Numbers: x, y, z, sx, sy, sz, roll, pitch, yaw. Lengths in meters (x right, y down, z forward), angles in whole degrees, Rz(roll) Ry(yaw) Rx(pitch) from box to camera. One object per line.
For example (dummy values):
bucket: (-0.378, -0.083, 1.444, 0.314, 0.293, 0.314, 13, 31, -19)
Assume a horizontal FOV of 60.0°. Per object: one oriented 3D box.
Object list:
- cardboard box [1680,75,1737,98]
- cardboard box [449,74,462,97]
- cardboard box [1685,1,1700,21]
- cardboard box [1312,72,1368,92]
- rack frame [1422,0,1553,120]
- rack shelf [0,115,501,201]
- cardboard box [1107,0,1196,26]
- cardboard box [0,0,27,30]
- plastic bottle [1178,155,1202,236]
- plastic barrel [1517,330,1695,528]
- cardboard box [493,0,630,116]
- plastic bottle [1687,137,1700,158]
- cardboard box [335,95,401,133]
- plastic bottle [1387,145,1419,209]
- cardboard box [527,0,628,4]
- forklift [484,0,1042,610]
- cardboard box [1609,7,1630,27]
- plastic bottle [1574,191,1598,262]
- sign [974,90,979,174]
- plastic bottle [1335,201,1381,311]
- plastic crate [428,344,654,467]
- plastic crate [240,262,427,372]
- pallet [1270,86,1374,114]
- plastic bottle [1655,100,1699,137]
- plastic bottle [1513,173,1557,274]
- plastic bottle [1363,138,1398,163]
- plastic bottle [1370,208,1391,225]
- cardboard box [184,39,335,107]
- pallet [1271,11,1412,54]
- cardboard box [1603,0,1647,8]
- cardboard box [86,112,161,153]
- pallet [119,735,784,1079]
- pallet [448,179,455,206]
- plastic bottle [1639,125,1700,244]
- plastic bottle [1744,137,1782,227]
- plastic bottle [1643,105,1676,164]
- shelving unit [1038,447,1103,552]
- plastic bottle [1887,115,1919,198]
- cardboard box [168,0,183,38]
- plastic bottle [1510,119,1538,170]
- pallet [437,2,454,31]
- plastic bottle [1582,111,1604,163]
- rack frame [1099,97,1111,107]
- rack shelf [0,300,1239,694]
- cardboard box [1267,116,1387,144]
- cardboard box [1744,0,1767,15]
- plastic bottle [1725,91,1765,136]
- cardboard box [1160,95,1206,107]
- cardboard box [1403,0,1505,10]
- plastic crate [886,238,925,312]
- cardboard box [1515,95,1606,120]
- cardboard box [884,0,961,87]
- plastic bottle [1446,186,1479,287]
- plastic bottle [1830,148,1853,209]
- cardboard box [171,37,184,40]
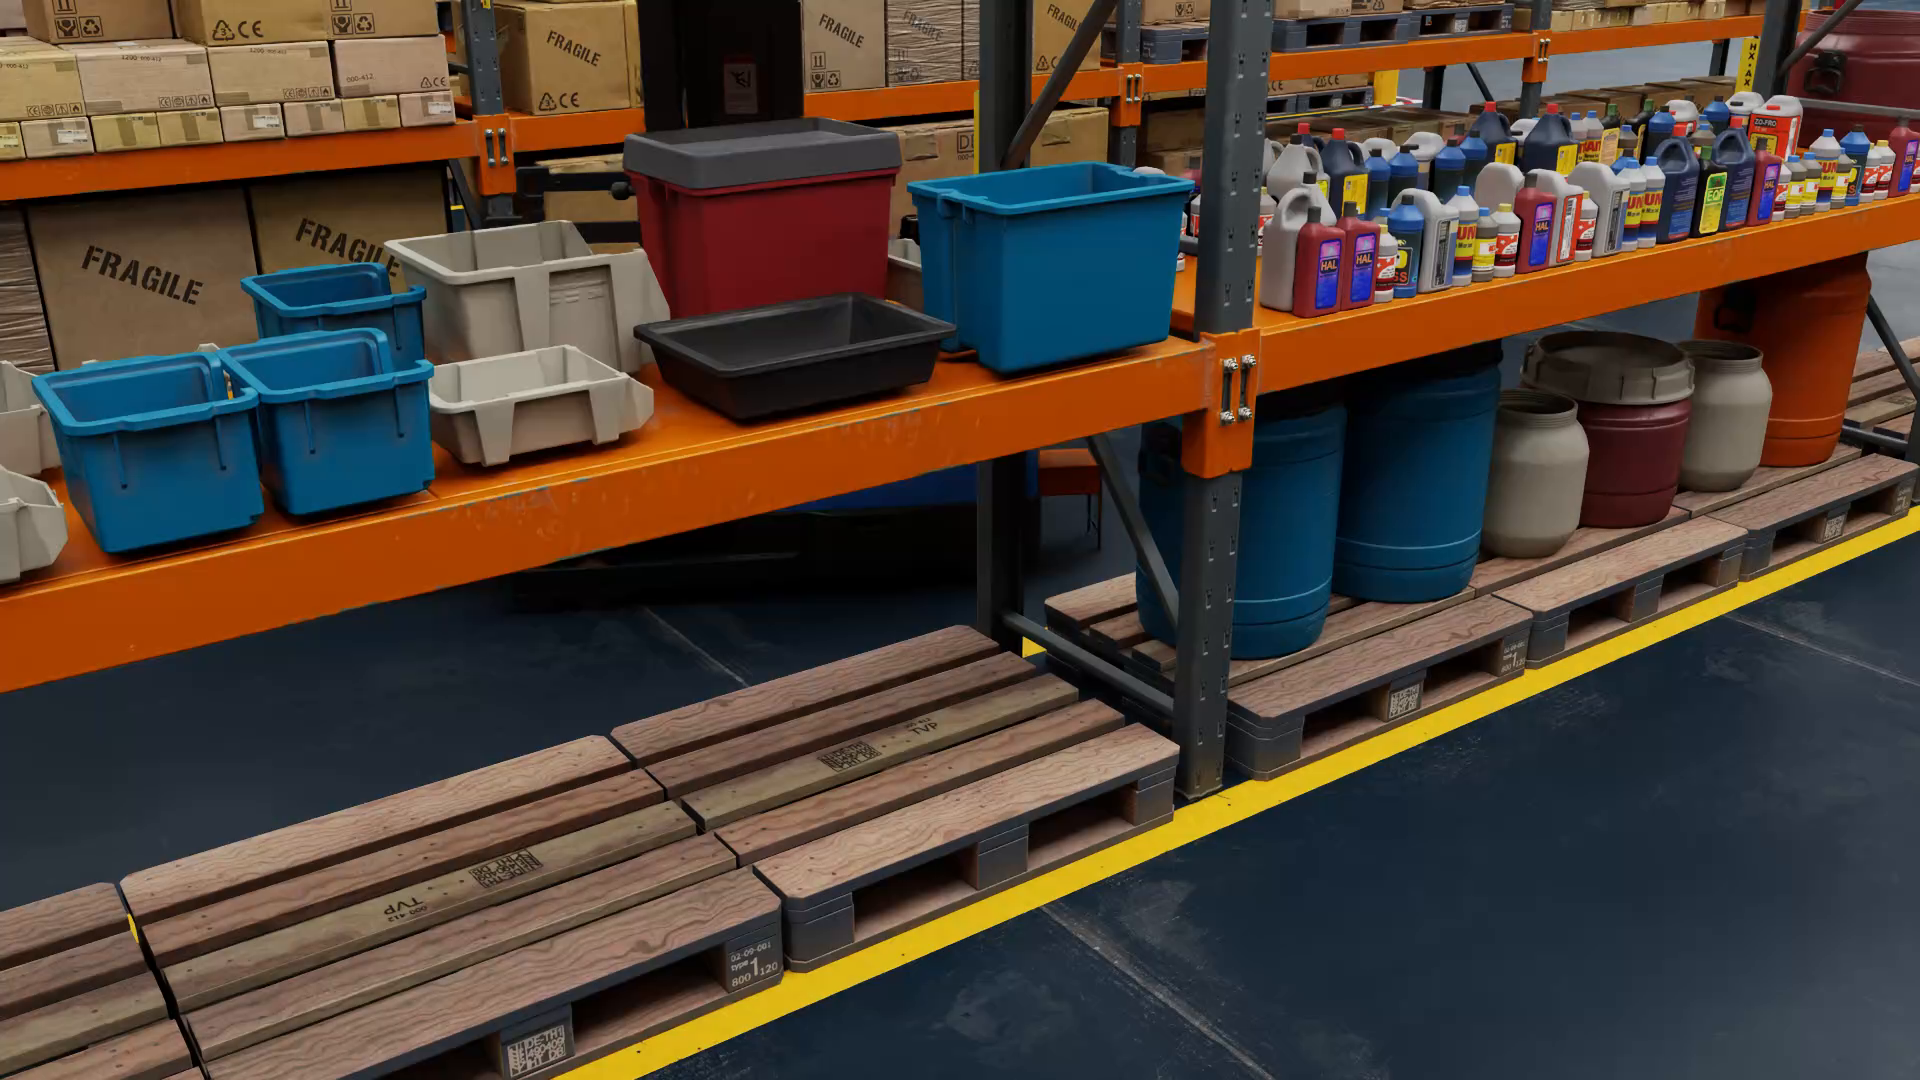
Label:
cardboard box: (6.723, -3.822, 14.734, 0.500, 0.500, 0.500, -10, 24, -23)
cardboard box: (-4.131, -3.414, 12.699, 0.500, 0.250, 0.500, -14, 26, -31)
cardboard box: (5.729, -4.289, 13.435, 0.250, 0.149, 0.380, -15, 26, -33)
cardboard box: (3.913, -5.474, 18.368, 0.875, 0.875, 0.875, -15, 26, -33)
rack frame: (3.993, -4.053, 12.505, 0.127, 3.000, 1.000, -15, 26, -33)
rack shelf: (-4.125, -1.554, 7.214, 4.000, 0.370, 1.077, -15, 26, -33)
cardboard box: (1.161, -3.557, 10.562, 0.500, 0.500, 0.500, -19, 29, -39)
cardboard box: (-6.370, -3.611, 10.861, 0.500, 0.500, 0.500, -15, 26, -33)
plastic bottle: (0.683, -1.023, 5.071, 0.133, 0.283, 0.061, -15, 26, -33)
plastic barrel: (2.334, -0.416, 6.080, 0.708, 0.588, 0.600, -15, 26, -33)
cardboard box: (-1.982, -2.392, 8.208, 0.500, 0.500, 0.500, -15, 26, -33)
plastic bottle: (2.397, -1.183, 5.470, 0.133, 0.283, 0.061, -15, 26, -33)
cardboard box: (-2.767, -1.984, 7.660, 0.250, 0.149, 0.380, -14, 26, -32)
plastic bottle: (1.425, -1.138, 5.374, 0.097, 0.271, 0.097, 0, 22, 0)
cardboard box: (-1.988, -2.974, 8.314, 0.637, 0.503, 0.797, -16, 27, -34)
forklift: (-1.266, -1.326, 5.766, 3.031, 2.935, 1.130, -3, 22, -8)
cardboard box: (4.937, -4.062, 12.867, 0.250, 0.149, 0.380, -15, 26, -33)
plastic bottle: (1.851, -0.942, 4.977, 0.097, 0.201, 0.097, 0, 22, 0)
sign: (0.071, -1.125, 4.796, 0.005, 0.325, 0.100, -15, 26, -33)
plastic bottle: (1.046, -0.757, 4.403, 0.133, 0.283, 0.061, -15, 26, -33)
plastic crate: (-0.847, -0.269, 3.298, 0.466, 0.136, 0.293, -15, 26, -33)
plastic crate: (-1.338, -0.437, 3.589, 0.300, 0.233, 0.416, -15, 26, -33)
pallet: (3.821, -4.941, 18.493, 1.213, 0.211, 1.003, -15, 26, -33)
plastic bottle: (2.723, -1.543, 6.382, 0.135, 0.276, 0.152, -15, 26, -33)
plastic bottle: (1.659, -0.920, 4.812, 0.133, 0.283, 0.061, -15, 26, -33)
plastic bottle: (1.338, -1.173, 5.457, 0.135, 0.276, 0.152, -15, 26, -33)
plastic bottle: (1.199, -0.837, 4.715, 0.097, 0.201, 0.097, 0, 22, 0)
cardboard box: (-3.125, -2.102, 7.419, 0.500, 0.250, 0.500, -14, 26, -31)
pallet: (2.329, -3.539, 11.476, 1.213, 0.211, 1.003, -15, 26, -33)
cardboard box: (4.820, -4.414, 12.874, 0.500, 0.500, 0.875, -15, 26, -33)
cardboard box: (-3.601, -1.762, 7.103, 0.250, 0.149, 0.380, -15, 26, -34)
pallet: (-1.174, 0.901, 3.855, 1.213, 0.211, 1.003, -15, 26, -33)
pallet: (-4.685, -2.709, 12.900, 1.213, 0.211, 1.003, -15, 26, -33)
plastic bottle: (2.219, -1.120, 5.222, 0.185, 0.351, 0.144, -15, 26, -33)
plastic bottle: (2.631, -1.179, 5.462, 0.133, 0.283, 0.061, -15, 26, -33)
plastic bottle: (2.648, -1.505, 6.295, 0.097, 0.271, 0.097, 0, 22, 0)
shelving unit: (0.391, -0.472, 6.164, 0.252, 1.050, 0.215, -3, 22, -8)
plastic bottle: (3.372, -1.377, 5.957, 0.133, 0.283, 0.061, -15, 26, -33)
cardboard box: (-3.444, -2.607, 7.671, 0.500, 0.500, 0.500, -15, 26, -33)
plastic bottle: (1.972, -1.343, 5.881, 0.135, 0.276, 0.152, -15, 26, -33)
pallet: (-3.652, -4.171, 13.061, 1.213, 0.211, 1.003, -15, 26, -33)
plastic bottle: (2.317, -1.445, 6.143, 0.097, 0.271, 0.097, 0, 22, 0)
rack frame: (1.178, -5.567, 16.300, 0.127, 3.000, 1.000, -15, 26, -33)
rack shelf: (-1.232, -0.064, 3.480, 4.000, 0.370, 1.077, -15, 26, -33)
cardboard box: (2.629, -2.751, 12.022, 0.500, 0.500, 0.700, -18, 28, -37)
cardboard box: (6.541, -4.505, 13.978, 0.250, 0.149, 0.380, -15, 26, -33)
plastic bottle: (3.098, -1.643, 6.633, 0.135, 0.276, 0.152, -15, 26, -33)
cardboard box: (1.697, -2.850, 11.260, 0.500, 0.250, 0.500, -12, 25, -27)
cardboard box: (3.266, -4.397, 11.991, 1.000, 1.000, 1.000, -15, 26, -33)
plastic crate: (-0.070, -0.679, 4.325, 0.243, 0.136, 0.396, -15, 26, -33)
cardboard box: (4.801, -3.288, 13.394, 0.500, 0.500, 0.500, -7, 23, -16)
cardboard box: (-0.338, -2.832, 9.312, 0.500, 0.500, 0.500, -16, 27, -35)
plastic bottle: (1.397, -0.853, 4.660, 0.097, 0.271, 0.097, 0, 22, 0)
plastic bottle: (3.030, -1.256, 5.765, 0.097, 0.201, 0.097, 0, 22, 0)
cardboard box: (-3.442, -2.261, 7.815, 0.500, 0.250, 0.500, -15, 26, -33)
